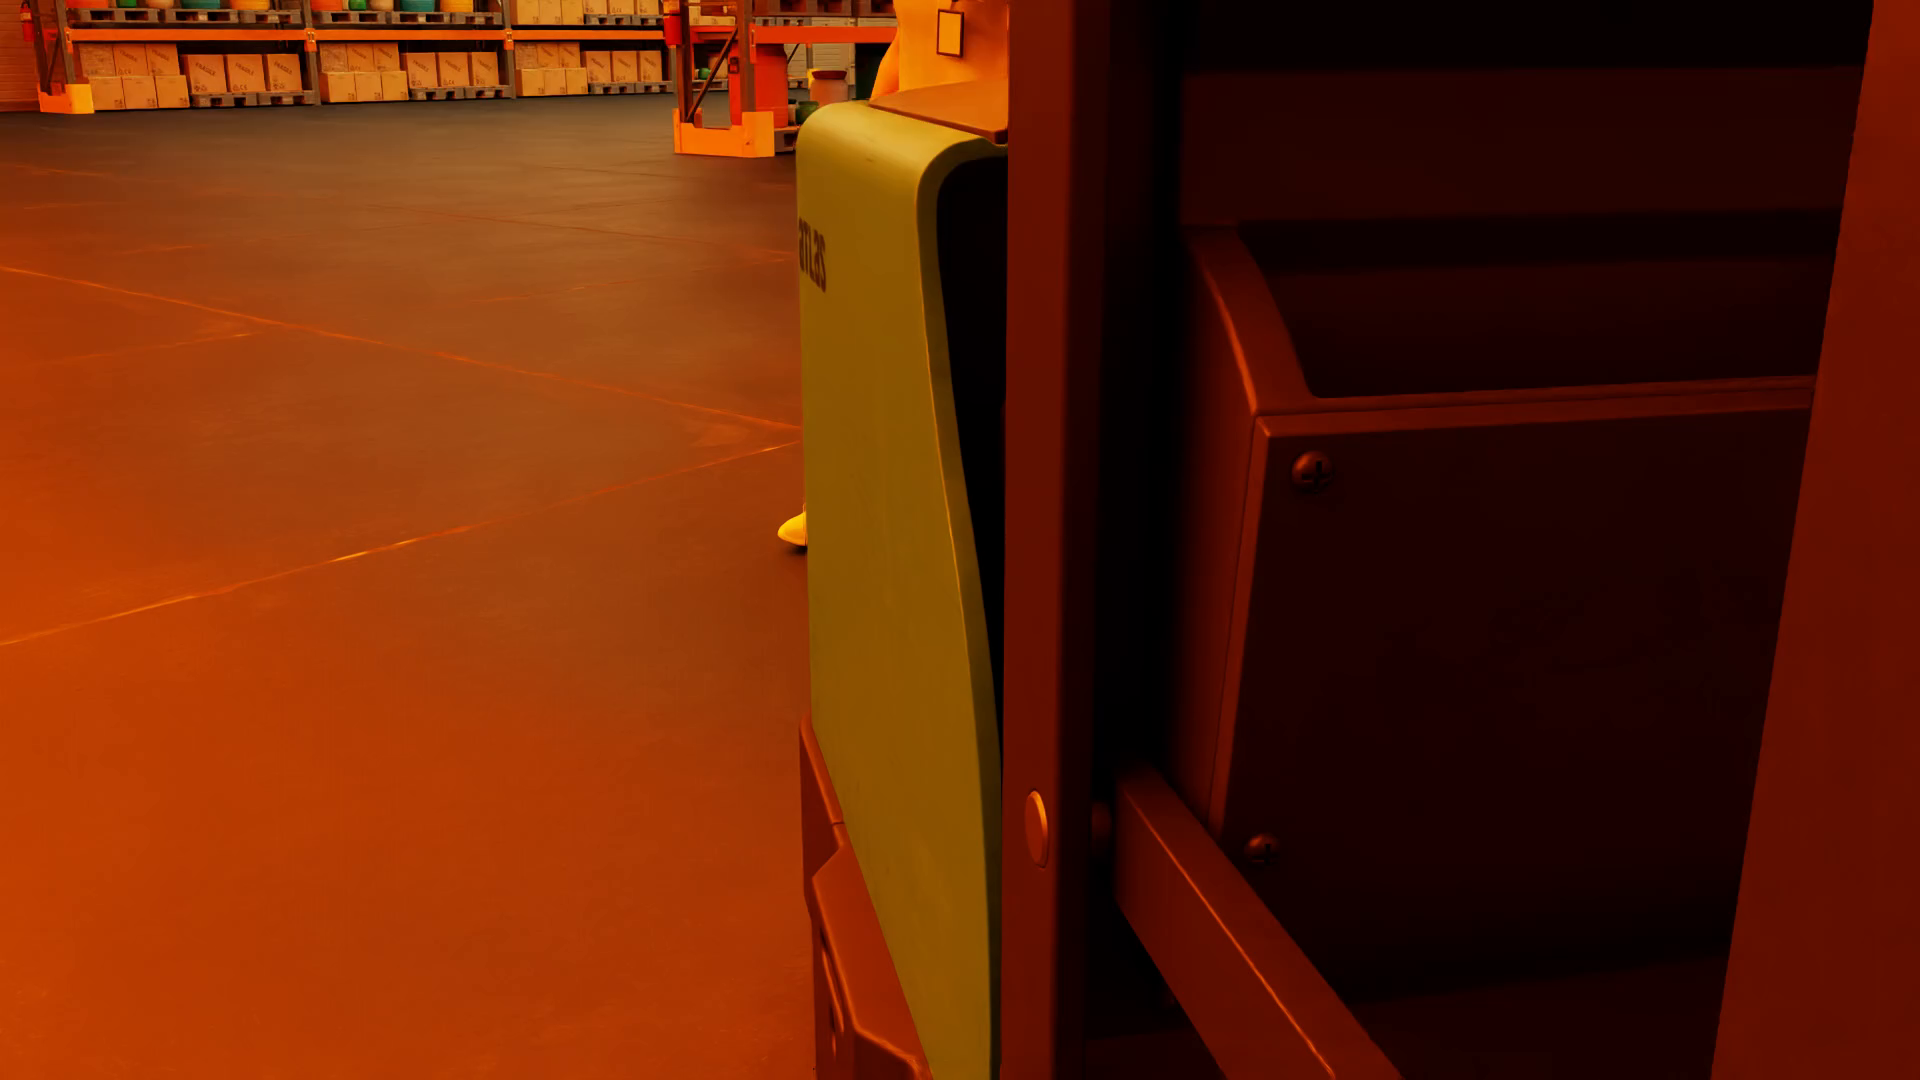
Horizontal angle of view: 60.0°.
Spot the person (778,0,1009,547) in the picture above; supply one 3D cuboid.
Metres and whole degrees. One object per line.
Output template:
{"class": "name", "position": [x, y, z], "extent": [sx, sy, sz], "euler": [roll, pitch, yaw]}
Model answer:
{"class": "person", "position": [-0.057, -0.787, 3.652], "extent": [0.550, 1.657, 0.548], "euler": [13, 21, 37]}

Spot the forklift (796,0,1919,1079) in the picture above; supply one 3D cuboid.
{"class": "forklift", "position": [0.619, -0.502, 0.551], "extent": [1.130, 2.935, 3.031], "euler": [-4, 17, -12]}
